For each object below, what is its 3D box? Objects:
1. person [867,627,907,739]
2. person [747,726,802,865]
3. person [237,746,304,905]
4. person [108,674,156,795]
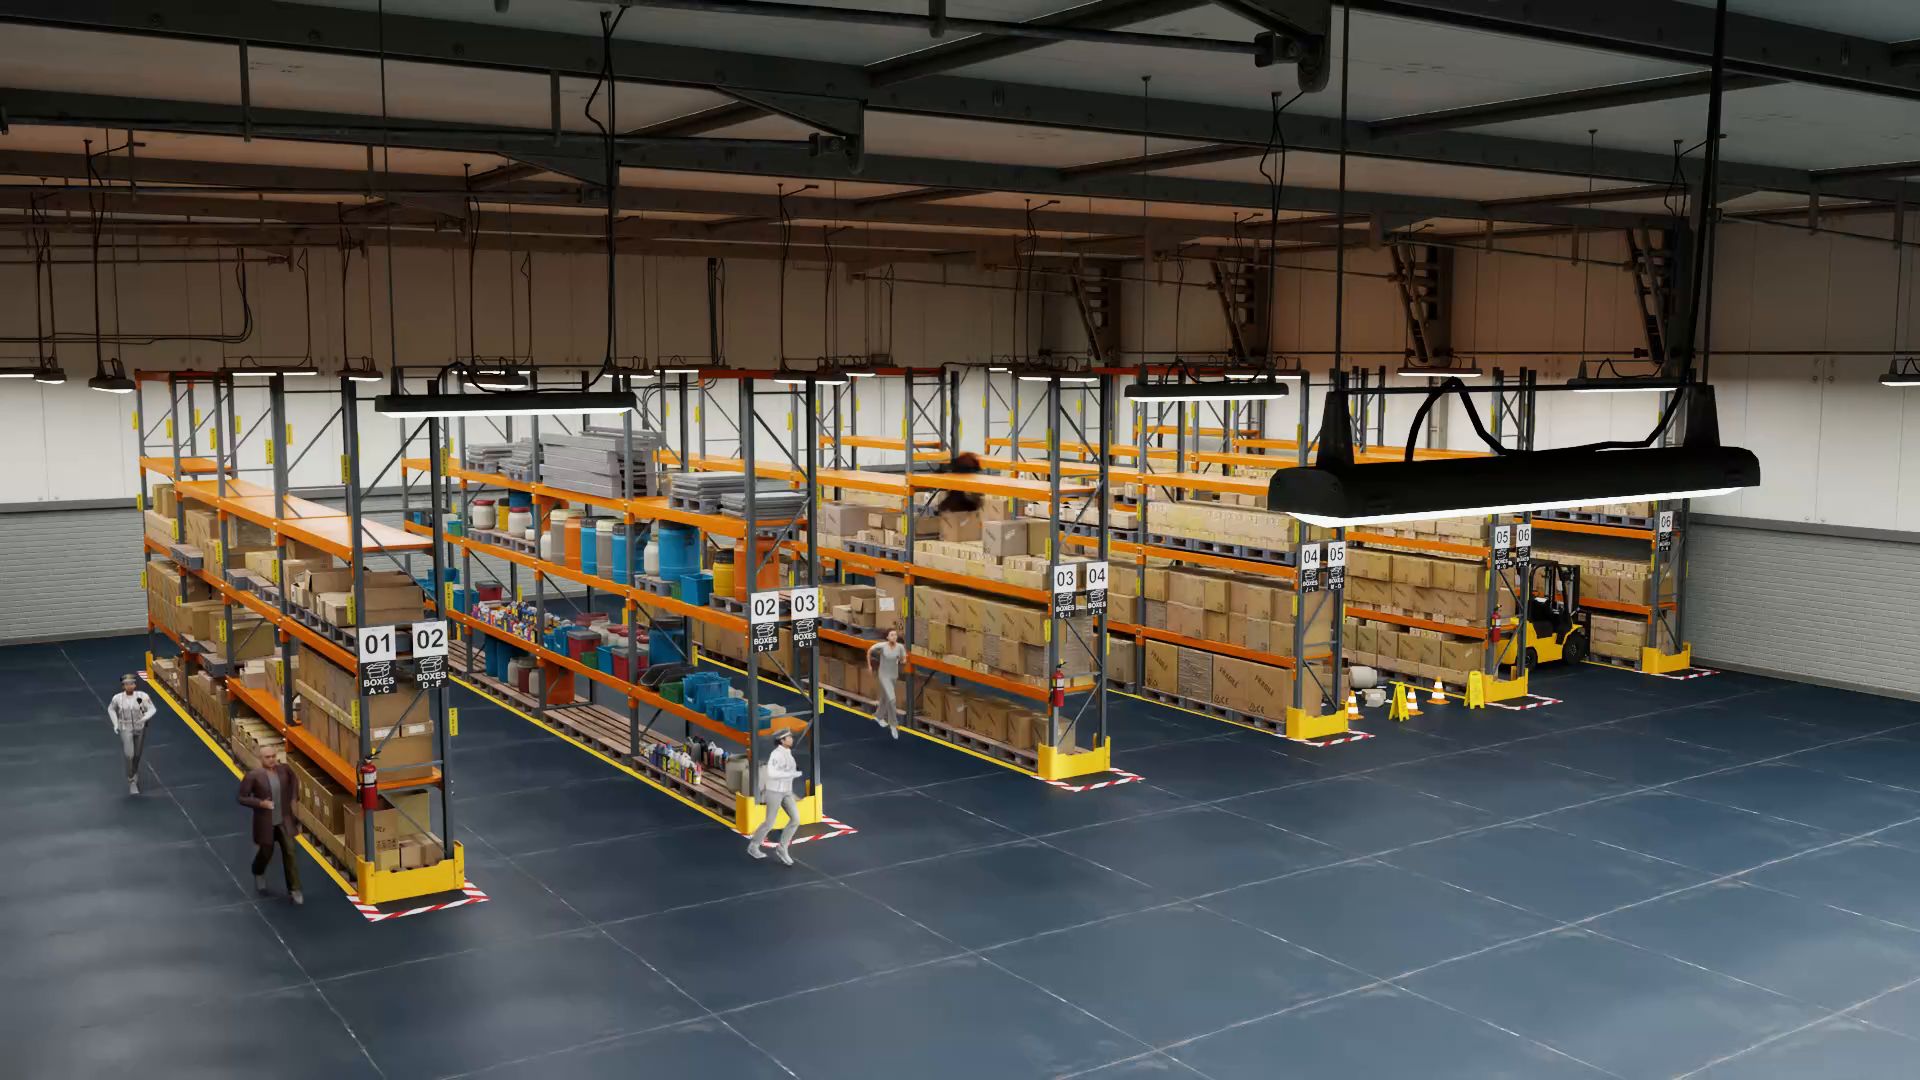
[{"bbox_3d":[-1.155,2.253,26.558,0.586,1.757,0.798,-4,7,-29],"label":"person"},{"bbox_3d":[-2.251,3.170,20.804,0.688,1.705,0.612,3,7,25],"label":"person"},{"bbox_3d":[-7.977,3.266,19.263,0.734,1.799,1.009,-5,8,-39],"label":"person"},{"bbox_3d":[-11.981,2.775,24.105,0.605,1.745,0.772,-4,8,-34],"label":"person"}]
